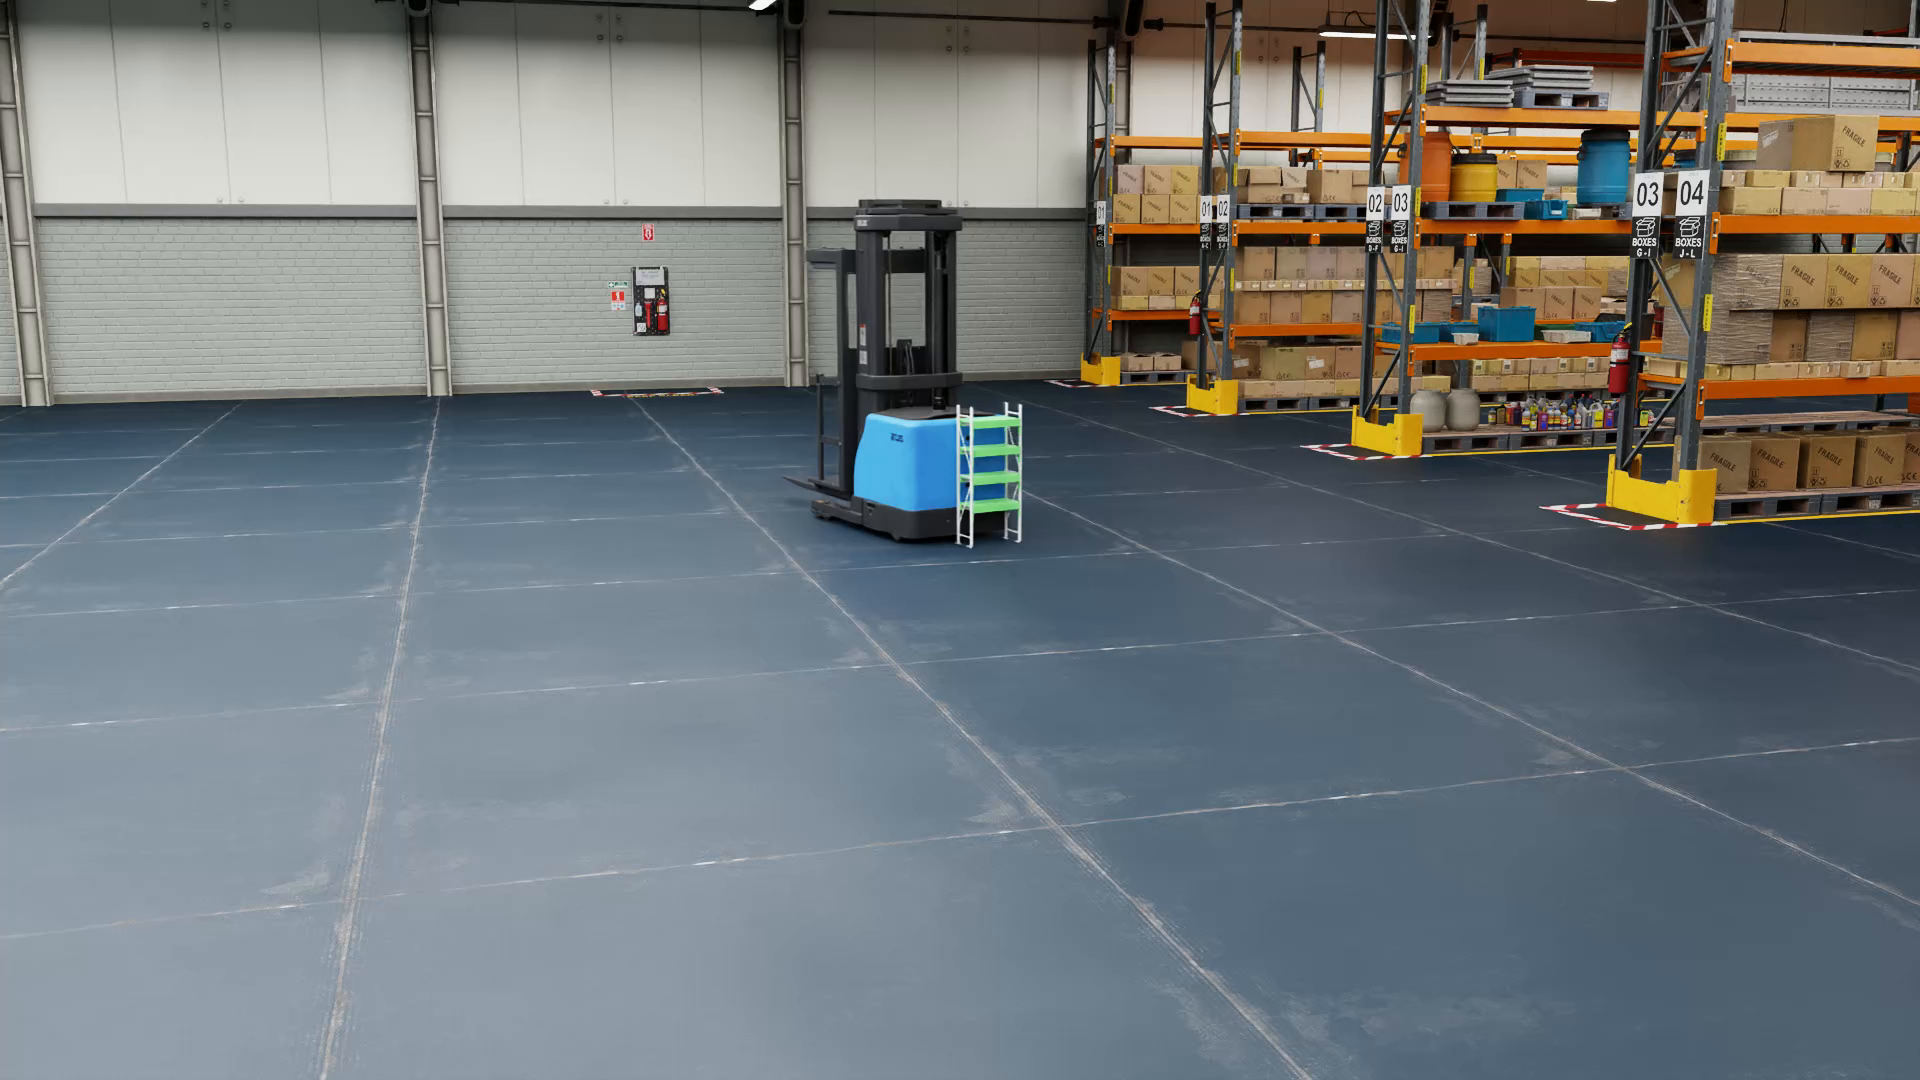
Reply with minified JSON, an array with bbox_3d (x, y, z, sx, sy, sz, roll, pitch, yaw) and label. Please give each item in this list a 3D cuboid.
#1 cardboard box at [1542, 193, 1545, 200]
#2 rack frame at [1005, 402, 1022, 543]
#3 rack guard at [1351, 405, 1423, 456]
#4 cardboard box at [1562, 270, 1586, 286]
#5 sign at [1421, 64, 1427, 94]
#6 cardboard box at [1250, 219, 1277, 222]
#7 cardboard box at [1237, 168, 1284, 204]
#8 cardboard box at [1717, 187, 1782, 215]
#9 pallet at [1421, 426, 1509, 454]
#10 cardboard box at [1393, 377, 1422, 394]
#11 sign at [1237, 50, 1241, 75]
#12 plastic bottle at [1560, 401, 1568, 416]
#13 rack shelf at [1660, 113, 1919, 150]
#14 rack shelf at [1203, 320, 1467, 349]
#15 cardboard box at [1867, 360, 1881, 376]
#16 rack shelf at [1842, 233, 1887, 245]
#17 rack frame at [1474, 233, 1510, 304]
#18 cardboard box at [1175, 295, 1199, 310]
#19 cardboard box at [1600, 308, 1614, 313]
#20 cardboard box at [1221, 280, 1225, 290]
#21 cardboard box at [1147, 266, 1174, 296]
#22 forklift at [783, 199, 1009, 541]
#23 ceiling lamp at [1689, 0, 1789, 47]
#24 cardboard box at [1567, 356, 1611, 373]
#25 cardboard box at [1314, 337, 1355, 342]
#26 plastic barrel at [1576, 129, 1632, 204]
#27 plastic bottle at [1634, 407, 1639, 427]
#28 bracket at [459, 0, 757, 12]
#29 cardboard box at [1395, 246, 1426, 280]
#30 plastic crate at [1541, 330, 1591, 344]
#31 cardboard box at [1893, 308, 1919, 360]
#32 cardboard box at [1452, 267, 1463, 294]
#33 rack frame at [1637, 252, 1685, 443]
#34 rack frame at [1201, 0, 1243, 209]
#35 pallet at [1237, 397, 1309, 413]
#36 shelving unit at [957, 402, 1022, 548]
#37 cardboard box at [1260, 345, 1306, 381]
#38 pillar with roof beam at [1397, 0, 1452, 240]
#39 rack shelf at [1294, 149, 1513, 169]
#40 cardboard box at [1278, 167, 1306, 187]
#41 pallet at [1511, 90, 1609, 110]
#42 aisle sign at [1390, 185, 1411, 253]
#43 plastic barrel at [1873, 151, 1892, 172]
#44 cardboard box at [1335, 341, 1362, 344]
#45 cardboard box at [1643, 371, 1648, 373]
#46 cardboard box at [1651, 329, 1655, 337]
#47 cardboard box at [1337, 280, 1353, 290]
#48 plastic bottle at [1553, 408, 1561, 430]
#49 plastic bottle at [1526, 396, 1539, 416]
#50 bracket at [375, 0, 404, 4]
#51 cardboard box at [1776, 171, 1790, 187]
[{"bbox_3d":[8.802,-5.314,26.097,0.500,0.250,0.500,-4,11,-21],"label":"cardboard box"},{"bbox_3d":[0.461,-0.586,14.416,0.015,1.200,0.240,-6,12,-30],"label":"rack frame"},{"bbox_3d":[5.281,-1.367,20.592,0.348,0.500,1.175,-3,11,-16],"label":"rack guard"},{"bbox_3d":[11.653,-4.947,31.979,0.500,0.500,0.500,-3,11,-16],"label":"cardboard box"},{"bbox_3d":[5.371,-5.336,19.256,0.005,0.325,0.100,-3,11,-16],"label":"sign"},{"bbox_3d":[5.388,-5.951,29.974,0.500,0.500,0.500,-4,11,-21],"label":"cardboard box"},{"bbox_3d":[4.393,-5.276,24.801,0.637,0.503,0.797,-2,11,-12],"label":"cardboard box"},{"bbox_3d":[7.140,-3.104,15.254,0.500,0.250,0.500,-3,11,-14],"label":"cardboard box"},{"bbox_3d":[6.062,-1.265,20.837,1.213,0.211,1.003,-3,11,-16],"label":"pallet"},{"bbox_3d":[6.814,-2.417,25.828,0.500,0.250,0.500,-3,11,-16],"label":"cardboard box"},{"bbox_3d":[3.989,-6.837,23.811,0.005,0.325,0.100,-3,11,-16],"label":"sign"},{"bbox_3d":[7.859,-1.669,21.650,0.097,0.271,0.097,0,10,0],"label":"plastic bottle"},{"bbox_3d":[10.982,-5.288,21.508,4.000,0.370,1.077,-3,11,-16],"label":"rack shelf"},{"bbox_3d":[5.760,-3.193,25.594,4.000,0.370,1.077,-3,11,-16],"label":"rack shelf"},{"bbox_3d":[8.616,-1.668,16.014,0.250,0.149,0.380,-3,11,-16],"label":"cardboard box"},{"bbox_3d":[13.442,-5.073,27.522,4.000,0.370,1.077,-3,11,-16],"label":"rack shelf"},{"bbox_3d":[10.133,-4.712,31.855,0.127,3.000,1.000,-3,11,-16],"label":"rack frame"},{"bbox_3d":[3.995,-4.266,29.792,0.500,0.250,0.500,-3,11,-17],"label":"cardboard box"},{"bbox_3d":[10.313,-3.653,26.797,0.250,0.149,0.380,-2,11,-12],"label":"cardboard box"},{"bbox_3d":[4.154,-3.866,25.196,0.250,0.149,0.380,-3,11,-17],"label":"cardboard box"},{"bbox_3d":[3.472,-4.607,29.573,0.500,0.500,0.500,-3,11,-16],"label":"cardboard box"},{"bbox_3d":[-0.743,-1.658,15.455,1.130,2.935,3.031,-6,12,-30],"label":"forklift"},{"bbox_3d":[13.957,-10.205,29.004,2.000,3.185,0.800,-3,11,-16],"label":"ceiling lamp"},{"bbox_3d":[10.105,-2.859,26.677,0.500,0.311,0.500,-3,11,-16],"label":"cardboard box"},{"bbox_3d":[6.995,-3.536,31.160,0.500,0.500,0.700,-3,11,-14],"label":"cardboard box"},{"bbox_3d":[8.076,-4.683,20.873,0.708,0.901,0.600,-3,11,-16],"label":"plastic barrel"},{"bbox_3d":[8.524,-1.618,21.151,0.185,0.351,0.144,-3,11,-17],"label":"plastic bottle"},{"bbox_3d":[-5.668,-8.696,26.984,4.783,0.066,0.076,-3,11,-16],"label":"bracket"},{"bbox_3d":[6.772,-4.286,25.684,0.500,0.500,0.700,-3,11,-16],"label":"cardboard box"},{"bbox_3d":[7.573,-2.531,20.739,0.437,0.136,0.530,-3,11,-16],"label":"plastic crate"},{"bbox_3d":[9.055,-2.047,16.285,0.500,0.500,0.875,-3,11,-16],"label":"cardboard box"},{"bbox_3d":[9.156,-4.919,31.488,0.500,0.500,0.700,-4,11,-21],"label":"cardboard box"},{"bbox_3d":[9.062,-2.787,21.400,0.127,3.000,1.000,-3,11,-16],"label":"rack frame"},{"bbox_3d":[3.840,-6.396,24.436,0.127,3.000,1.000,-3,11,-16],"label":"rack frame"},{"bbox_3d":[4.563,-2.120,25.481,1.213,0.211,1.003,-3,11,-16],"label":"pallet"},{"bbox_3d":[0.252,-0.564,14.293,0.503,1.200,0.258,-6,12,-30],"label":"shelving unit"},{"bbox_3d":[4.897,-2.683,25.199,0.500,0.500,0.500,-3,11,-16],"label":"cardboard box"},{"bbox_3d":[9.846,-6.998,27.706,0.548,9.000,9.100,-3,11,-16],"label":"pillar with roof beam"},{"bbox_3d":[8.213,-7.010,30.863,4.000,0.370,1.077,-3,11,-16],"label":"rack shelf"},{"bbox_3d":[5.887,-6.463,29.989,0.500,0.500,0.500,-4,11,-21],"label":"cardboard box"},{"bbox_3d":[7.104,-5.339,20.319,1.213,0.211,1.003,-3,11,-16],"label":"pallet"},{"bbox_3d":[5.234,-3.808,19.769,0.004,0.787,0.394,-3,11,-16],"label":"aisle sign"},{"bbox_3d":[12.053,-4.707,22.162,0.600,0.901,0.600,0,10,0],"label":"plastic barrel"},{"bbox_3d":[6.188,-2.852,26.115,0.500,0.500,0.500,-3,11,-16],"label":"cardboard box"},{"bbox_3d":[11.084,-2.636,27.014,0.500,0.250,0.500,-3,11,-15],"label":"cardboard box"},{"bbox_3d":[13.386,-4.008,32.810,0.750,0.750,0.750,-3,11,-15],"label":"cardboard box"},{"bbox_3d":[5.753,-3.874,25.238,0.250,0.149,0.380,-3,11,-15],"label":"cardboard box"},{"bbox_3d":[7.474,-1.519,20.834,0.097,0.271,0.097,0,10,0],"label":"plastic bottle"},{"bbox_3d":[7.403,-1.691,21.550,0.185,0.351,0.144,-3,11,-14],"label":"plastic bottle"},{"bbox_3d":[-8.939,-8.523,26.048,0.430,0.232,0.235,-3,11,-16],"label":"bracket"},{"bbox_3d":[7.418,-3.325,15.353,0.250,0.149,0.380,-3,11,-17],"label":"cardboard box"}]
